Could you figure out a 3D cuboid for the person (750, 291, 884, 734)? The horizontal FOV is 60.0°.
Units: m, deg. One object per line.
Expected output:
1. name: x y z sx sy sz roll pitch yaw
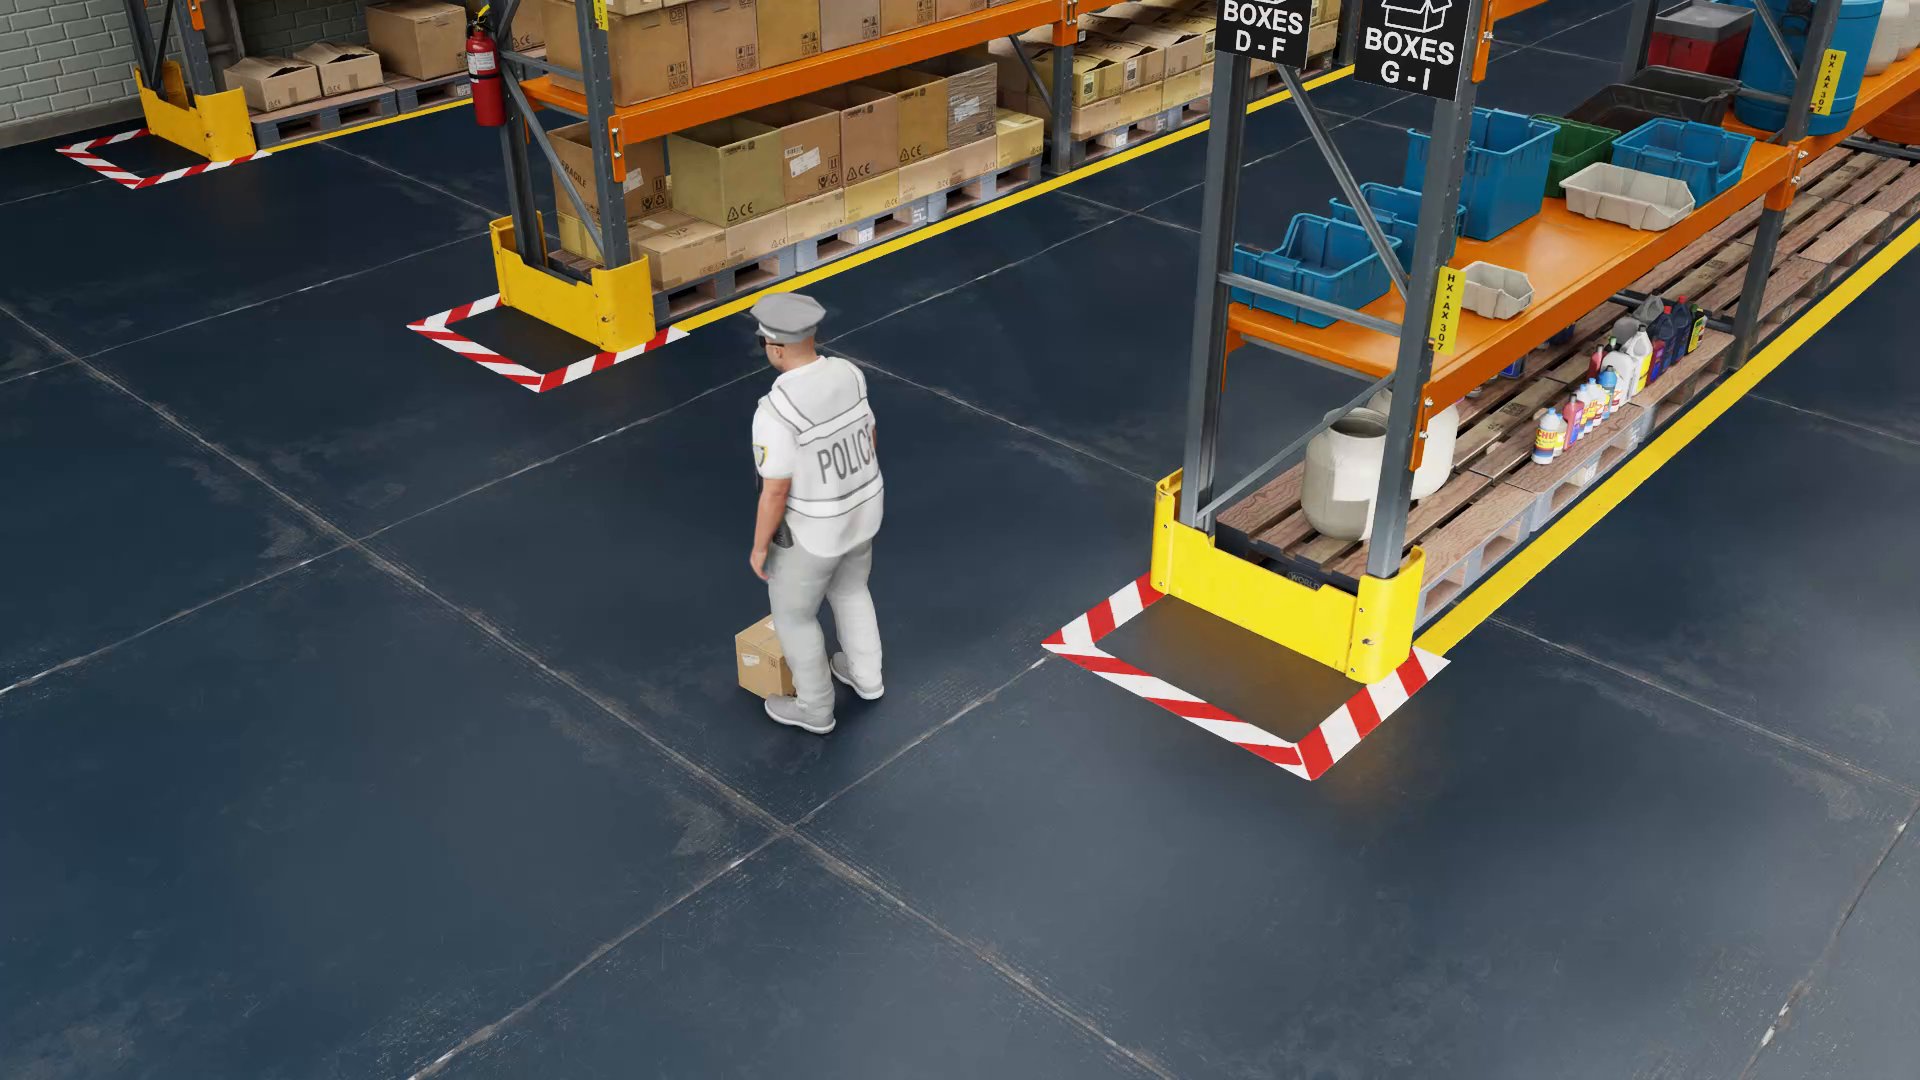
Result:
1. person: -0.524 -0.067 6.237 0.427 1.749 0.604 23 38 33
